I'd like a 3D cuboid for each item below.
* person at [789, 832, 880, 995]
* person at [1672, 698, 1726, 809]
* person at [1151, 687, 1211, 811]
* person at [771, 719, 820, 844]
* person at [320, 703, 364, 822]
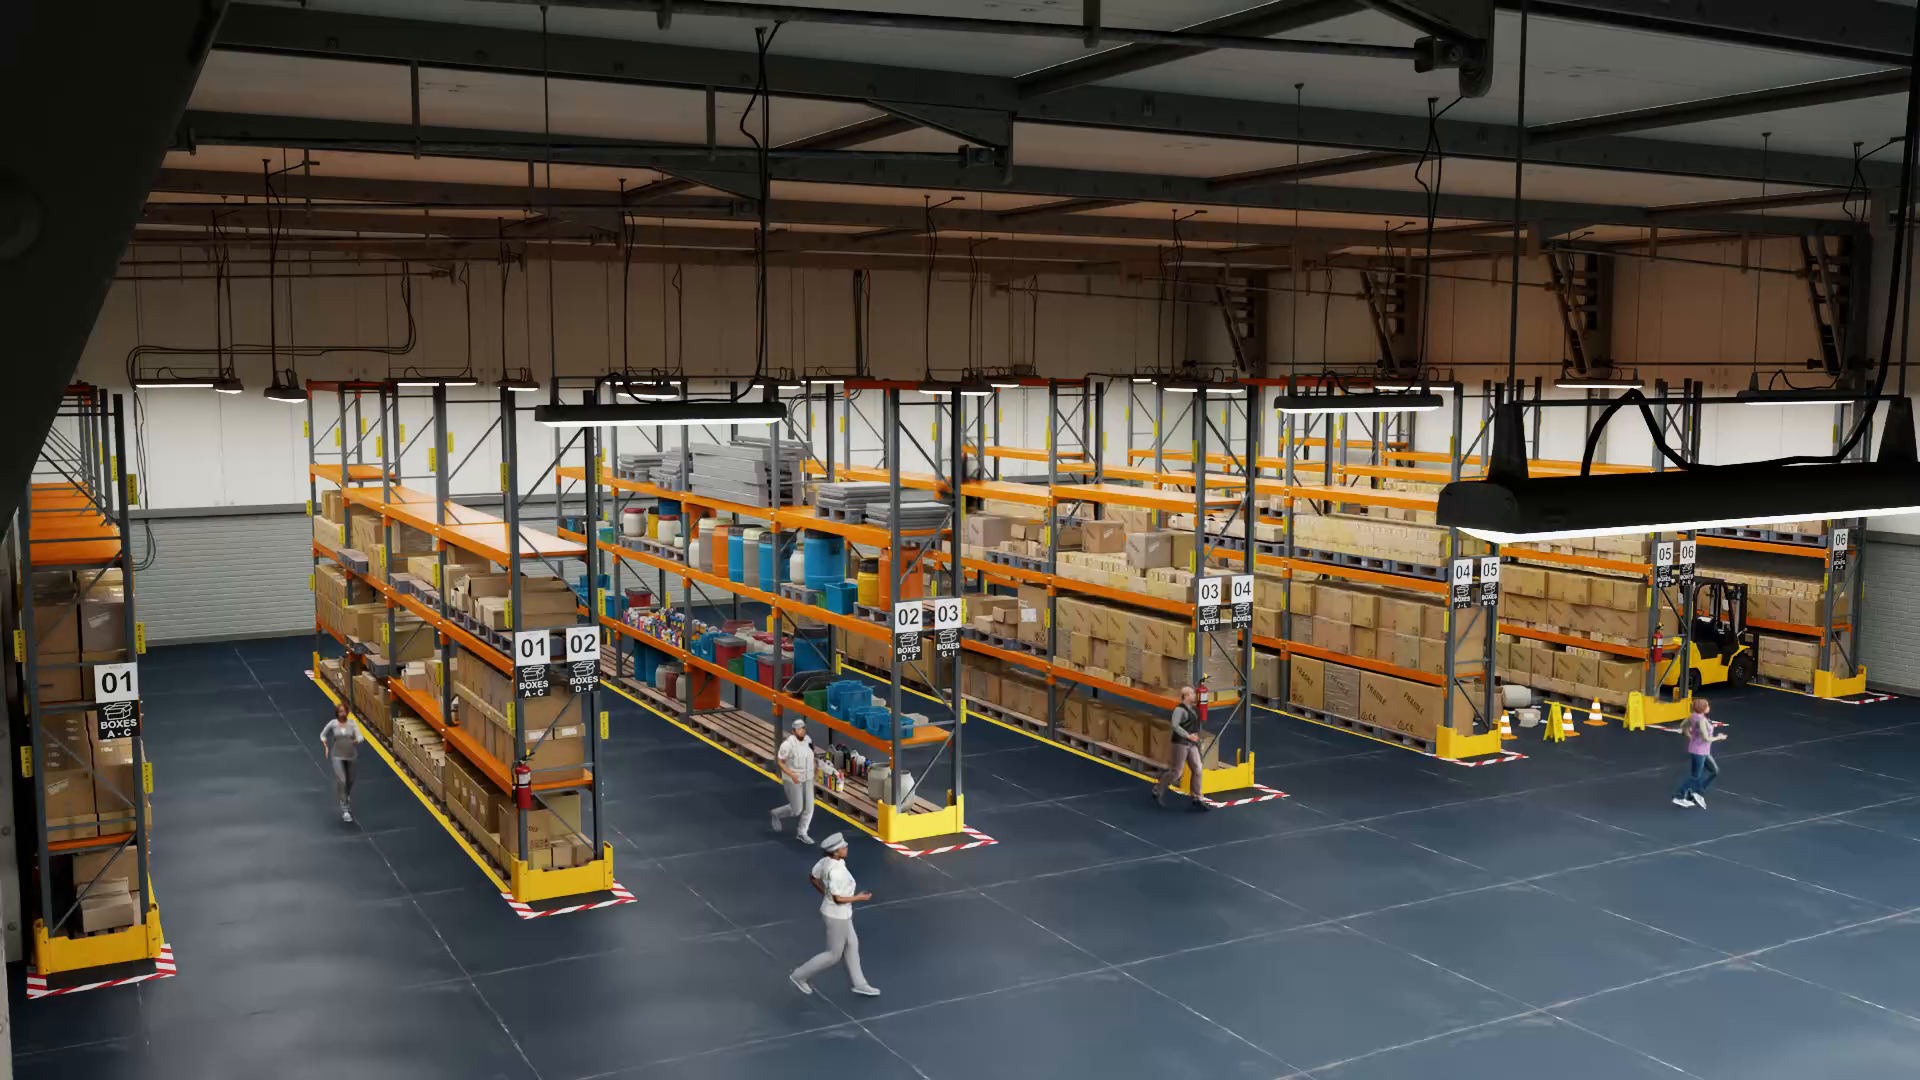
[{"bbox_3d":[-1.246,3.734,16.485,0.920,1.694,0.582,-1,6,-11],"label":"person"},{"bbox_3d":[10.492,3.032,23.573,0.672,1.611,0.508,2,6,20],"label":"person"},{"bbox_3d":[3.219,2.946,23.706,0.873,1.721,0.713,4,7,31],"label":"person"},{"bbox_3d":[-2.170,3.182,22.141,0.607,1.650,0.641,-6,8,-42],"label":"person"},{"bbox_3d":[-8.600,3.055,23.190,0.537,1.585,0.893,-4,7,-31],"label":"person"}]
